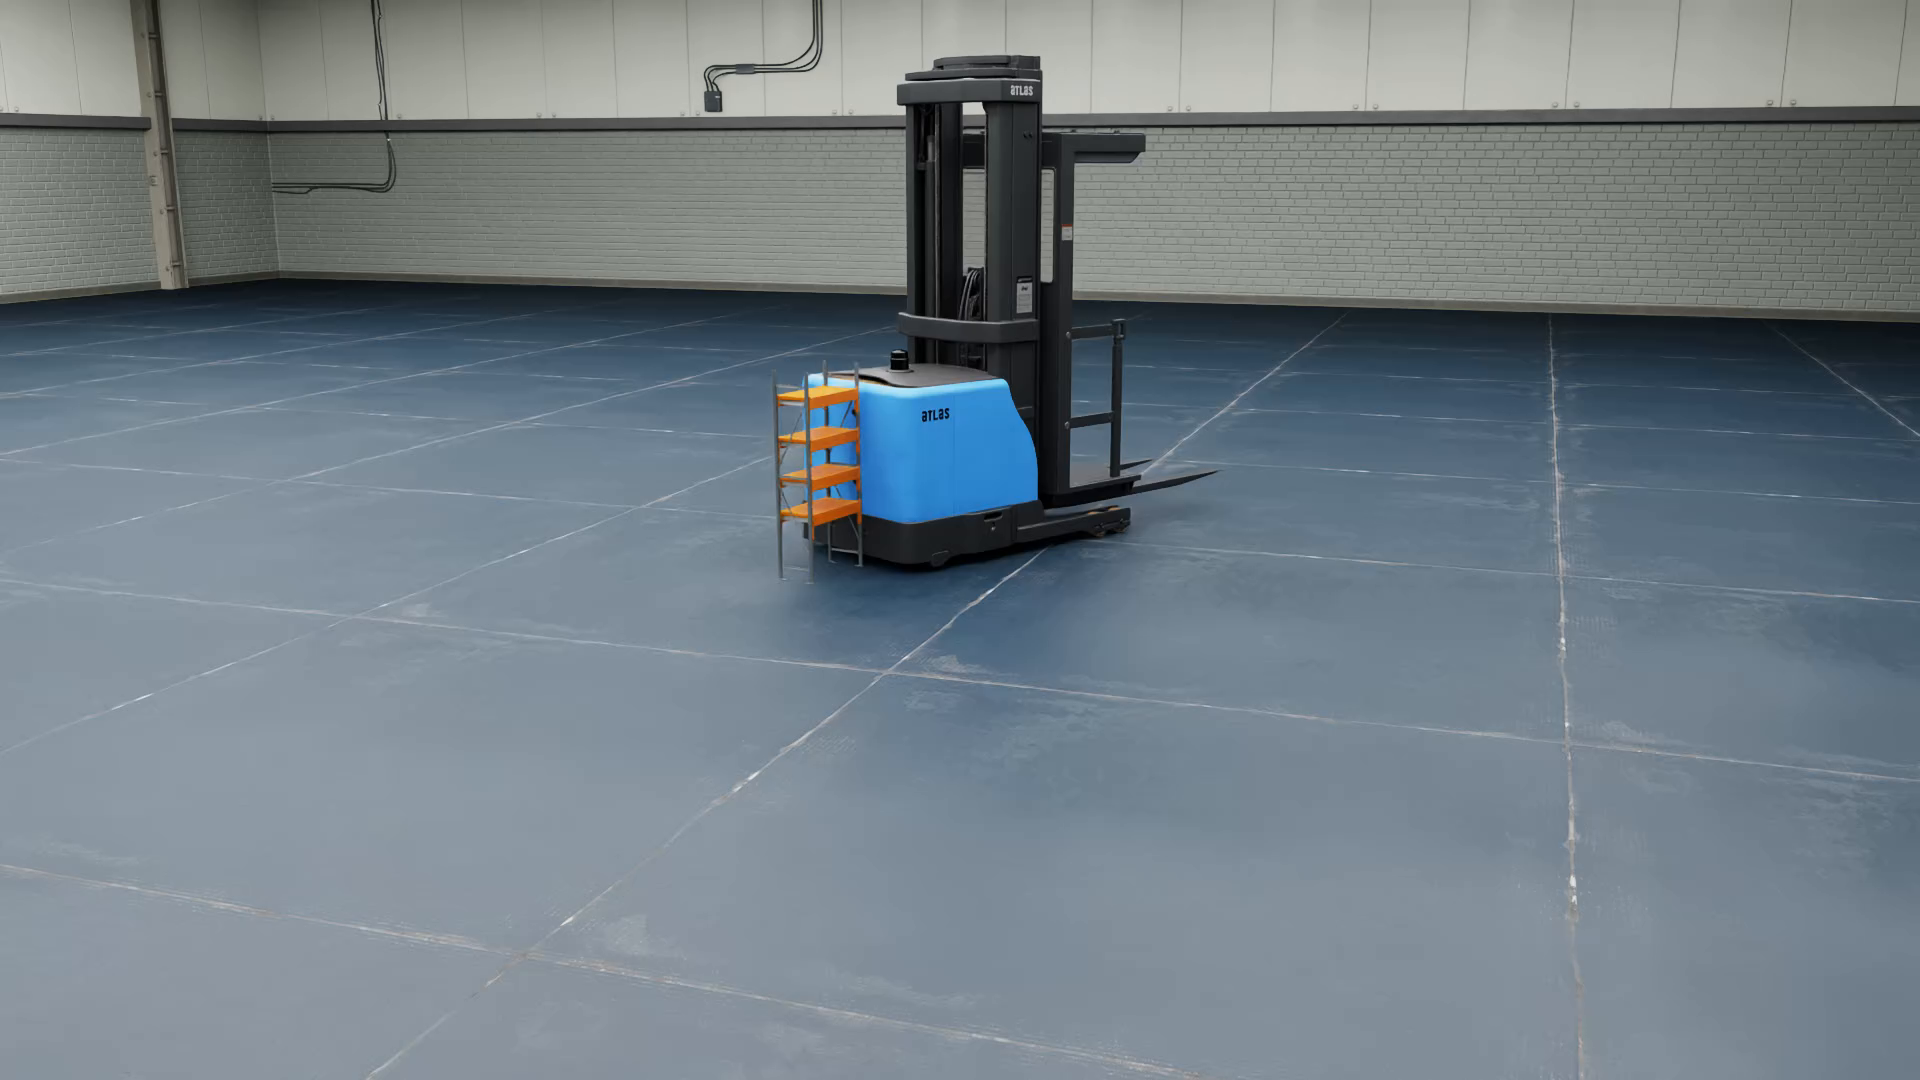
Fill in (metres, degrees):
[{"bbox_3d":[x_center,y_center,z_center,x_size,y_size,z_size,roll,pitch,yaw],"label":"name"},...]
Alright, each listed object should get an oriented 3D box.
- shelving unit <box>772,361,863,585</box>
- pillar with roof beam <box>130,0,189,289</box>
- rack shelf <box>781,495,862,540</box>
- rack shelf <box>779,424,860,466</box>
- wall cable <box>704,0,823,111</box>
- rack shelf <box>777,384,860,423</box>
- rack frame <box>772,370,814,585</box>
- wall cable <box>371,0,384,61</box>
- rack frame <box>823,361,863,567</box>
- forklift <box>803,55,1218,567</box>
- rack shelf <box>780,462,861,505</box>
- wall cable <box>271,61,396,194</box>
[{"bbox_3d":[-0.807,-0.392,9.499,0.258,1.200,0.503,7,15,30],"label":"shelving unit"},{"bbox_3d":[-10.616,-8.781,28.739,9.100,9.000,0.400,4,14,18],"label":"pillar with roof beam"},{"bbox_3d":[-0.805,-0.133,9.559,0.258,0.148,0.480,7,15,30],"label":"rack shelf"},{"bbox_3d":[-0.808,-0.544,9.464,0.258,0.148,0.480,7,15,30],"label":"rack shelf"},{"bbox_3d":[-3.507,-10.588,29.010,2.305,6.003,0.169,4,14,18],"label":"wall cable"},{"bbox_3d":[-0.809,-0.775,9.411,0.258,0.148,0.480,7,15,30],"label":"rack shelf"},{"bbox_3d":[-0.932,-0.344,9.295,0.240,1.200,0.015,7,15,30],"label":"rack frame"},{"bbox_3d":[-9.925,-10.370,31.327,3.097,2.526,0.112,4,14,18],"label":"wall cable"},{"bbox_3d":[-0.681,-0.440,9.703,0.240,1.200,0.015,7,15,30],"label":"rack frame"},{"bbox_3d":[0.463,-1.523,10.575,3.031,2.935,1.130,-12,17,-41],"label":"forklift"},{"bbox_3d":[-0.806,-0.326,9.514,0.258,0.148,0.480,7,15,30],"label":"rack shelf"},{"bbox_3d":[-12.485,-8.103,32.743,3.097,2.526,0.112,4,14,18],"label":"wall cable"}]
